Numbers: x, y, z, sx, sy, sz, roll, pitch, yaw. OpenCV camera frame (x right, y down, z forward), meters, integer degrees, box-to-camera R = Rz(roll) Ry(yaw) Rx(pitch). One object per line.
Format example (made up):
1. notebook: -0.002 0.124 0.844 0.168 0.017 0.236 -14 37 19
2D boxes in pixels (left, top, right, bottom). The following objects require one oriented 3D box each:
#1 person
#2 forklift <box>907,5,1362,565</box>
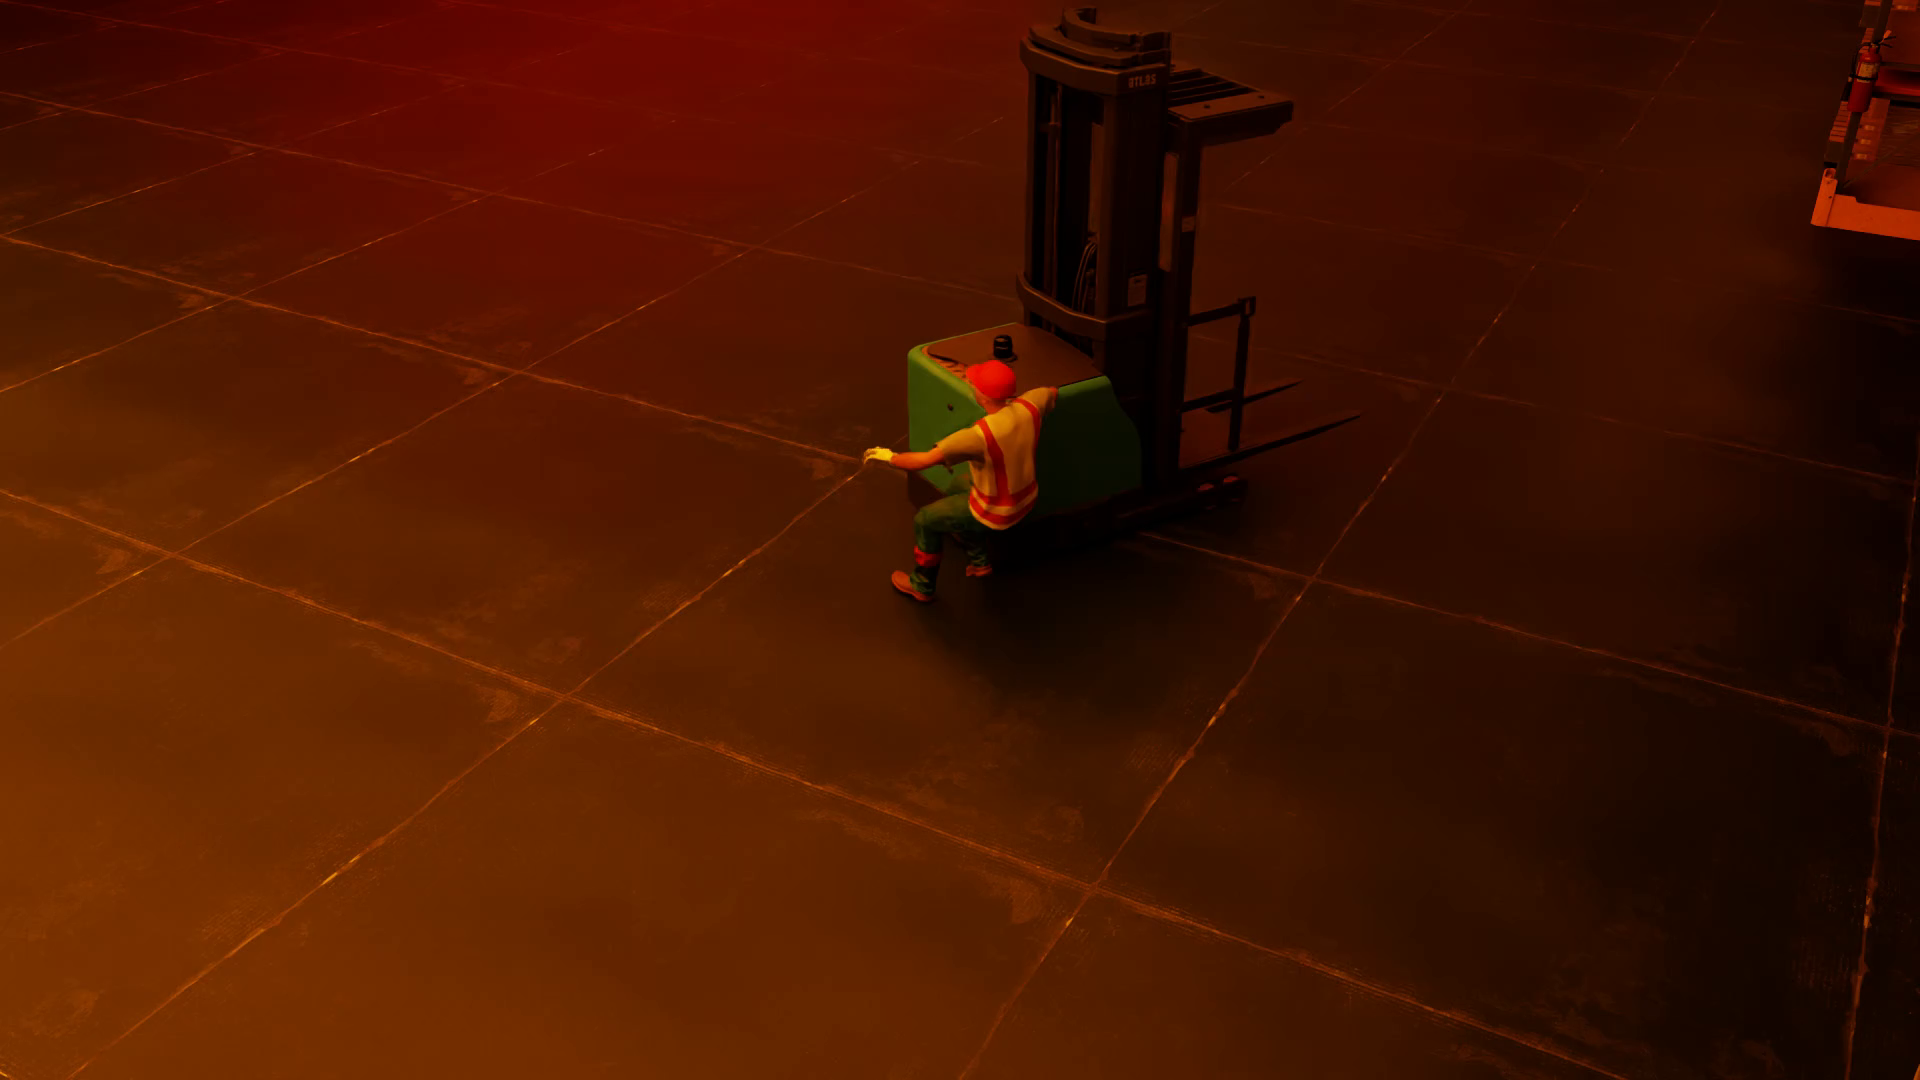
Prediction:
1. person: 0.031 -0.339 9.040 0.860 1.564 1.133 22 36 33
2. forklift: 1.200 -1.661 9.949 3.031 2.935 1.130 -17 34 -27
